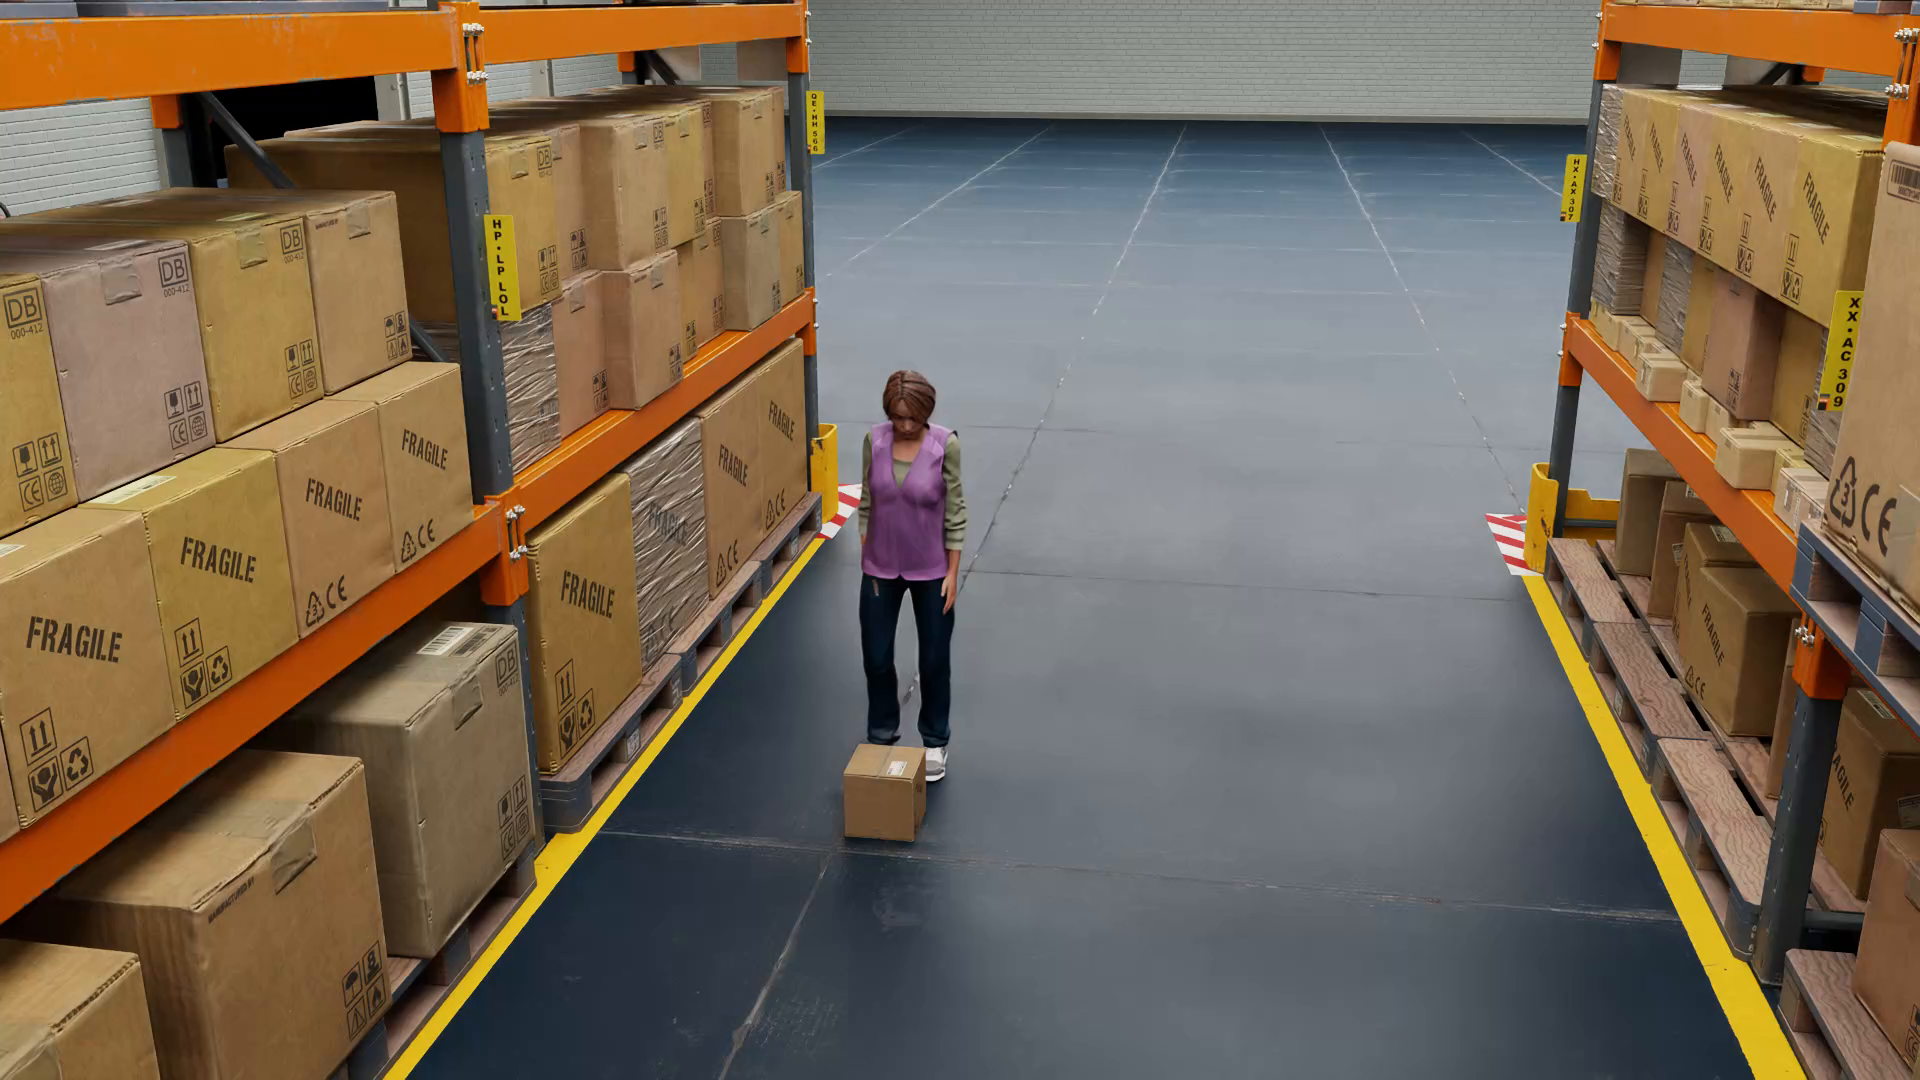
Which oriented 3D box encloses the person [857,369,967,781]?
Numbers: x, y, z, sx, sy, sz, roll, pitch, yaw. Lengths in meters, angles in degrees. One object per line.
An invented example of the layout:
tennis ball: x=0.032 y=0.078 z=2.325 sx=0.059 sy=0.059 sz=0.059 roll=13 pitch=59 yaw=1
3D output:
person: x=-0.174 y=0.133 z=6.197 sx=0.412 sy=1.587 sz=0.317 roll=3 pitch=18 yaw=10
